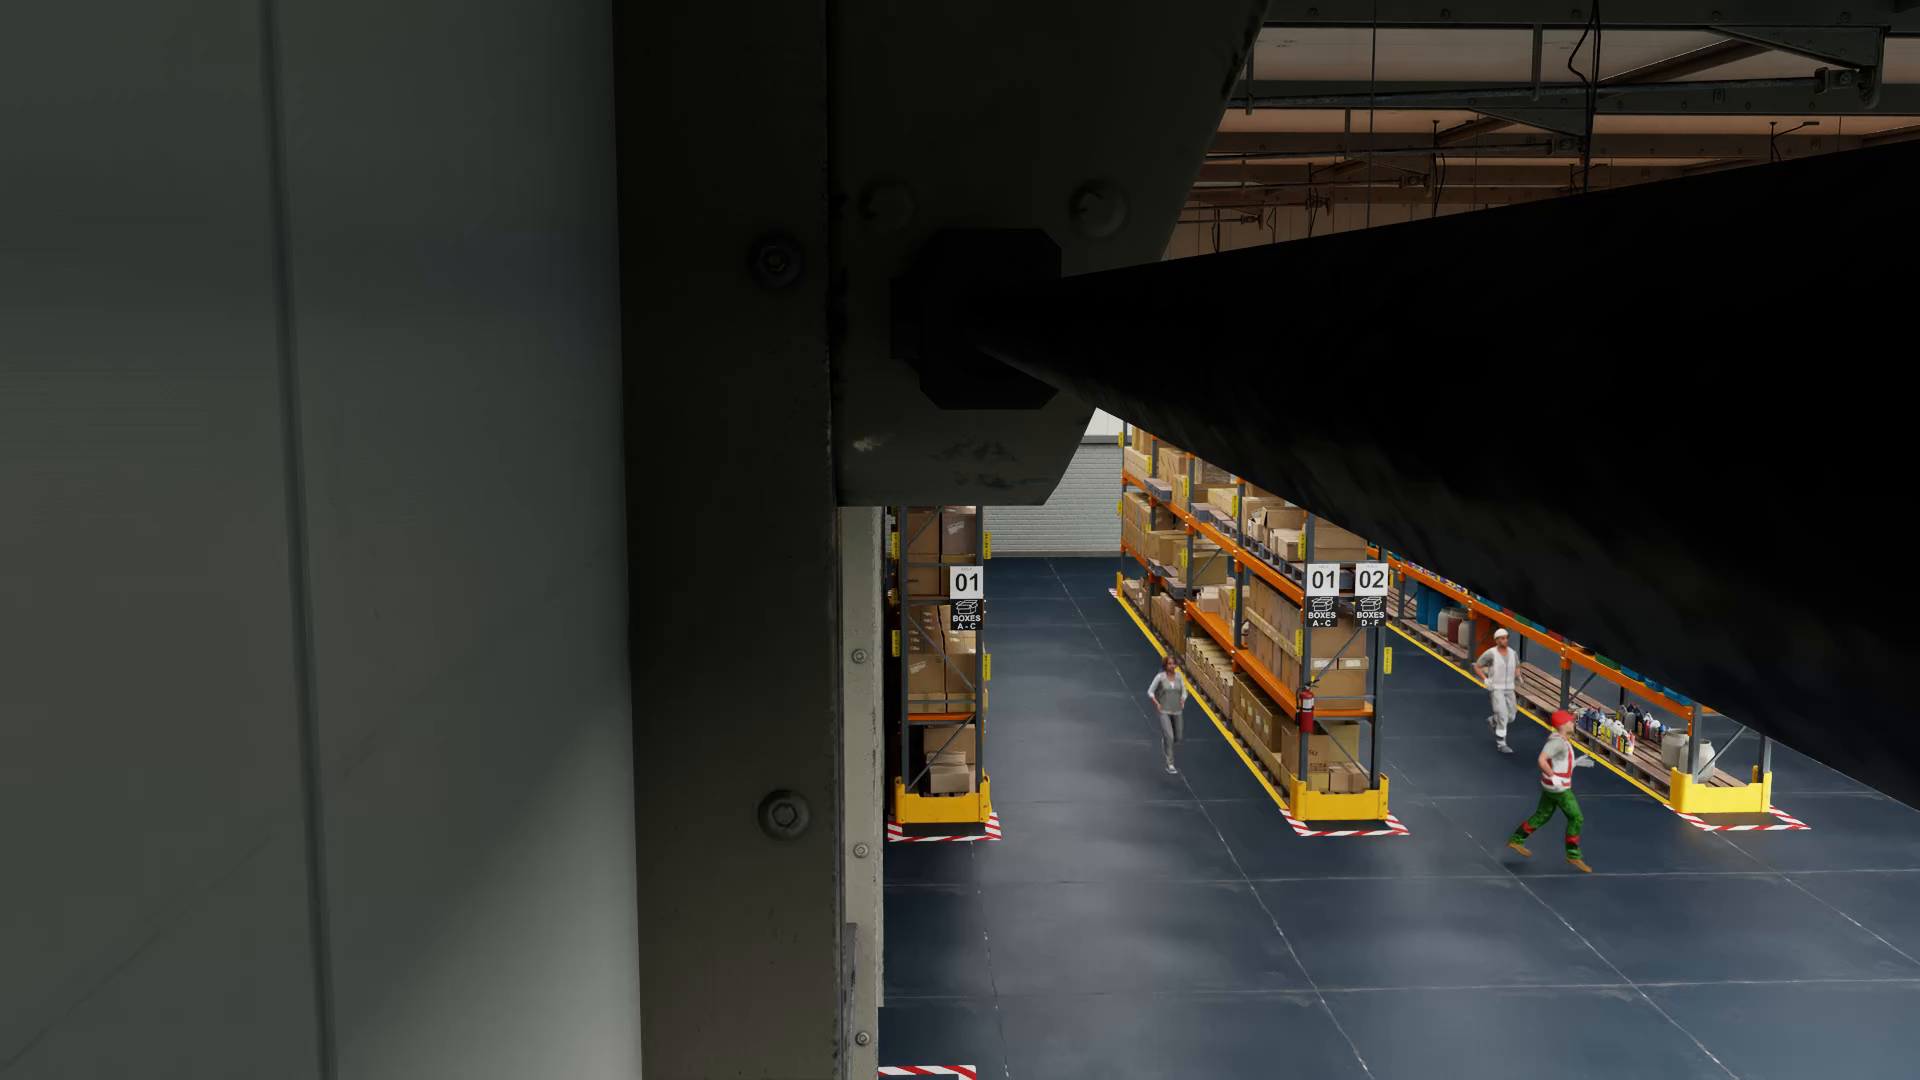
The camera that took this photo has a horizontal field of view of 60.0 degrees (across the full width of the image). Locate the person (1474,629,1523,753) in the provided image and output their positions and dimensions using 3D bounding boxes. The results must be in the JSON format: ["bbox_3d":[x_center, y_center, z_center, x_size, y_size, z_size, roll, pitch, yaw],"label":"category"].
[{"bbox_3d":[7.715,2.133,23.801,0.663,1.748,0.780,-2,8,-14],"label":"person"}]

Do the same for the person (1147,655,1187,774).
[{"bbox_3d":[2.784,2.315,22.293,0.541,1.535,0.666,-2,8,-12],"label":"person"}]

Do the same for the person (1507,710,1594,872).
[{"bbox_3d":[6.688,2.815,18.762,0.908,1.823,0.671,2,8,13],"label":"person"}]
